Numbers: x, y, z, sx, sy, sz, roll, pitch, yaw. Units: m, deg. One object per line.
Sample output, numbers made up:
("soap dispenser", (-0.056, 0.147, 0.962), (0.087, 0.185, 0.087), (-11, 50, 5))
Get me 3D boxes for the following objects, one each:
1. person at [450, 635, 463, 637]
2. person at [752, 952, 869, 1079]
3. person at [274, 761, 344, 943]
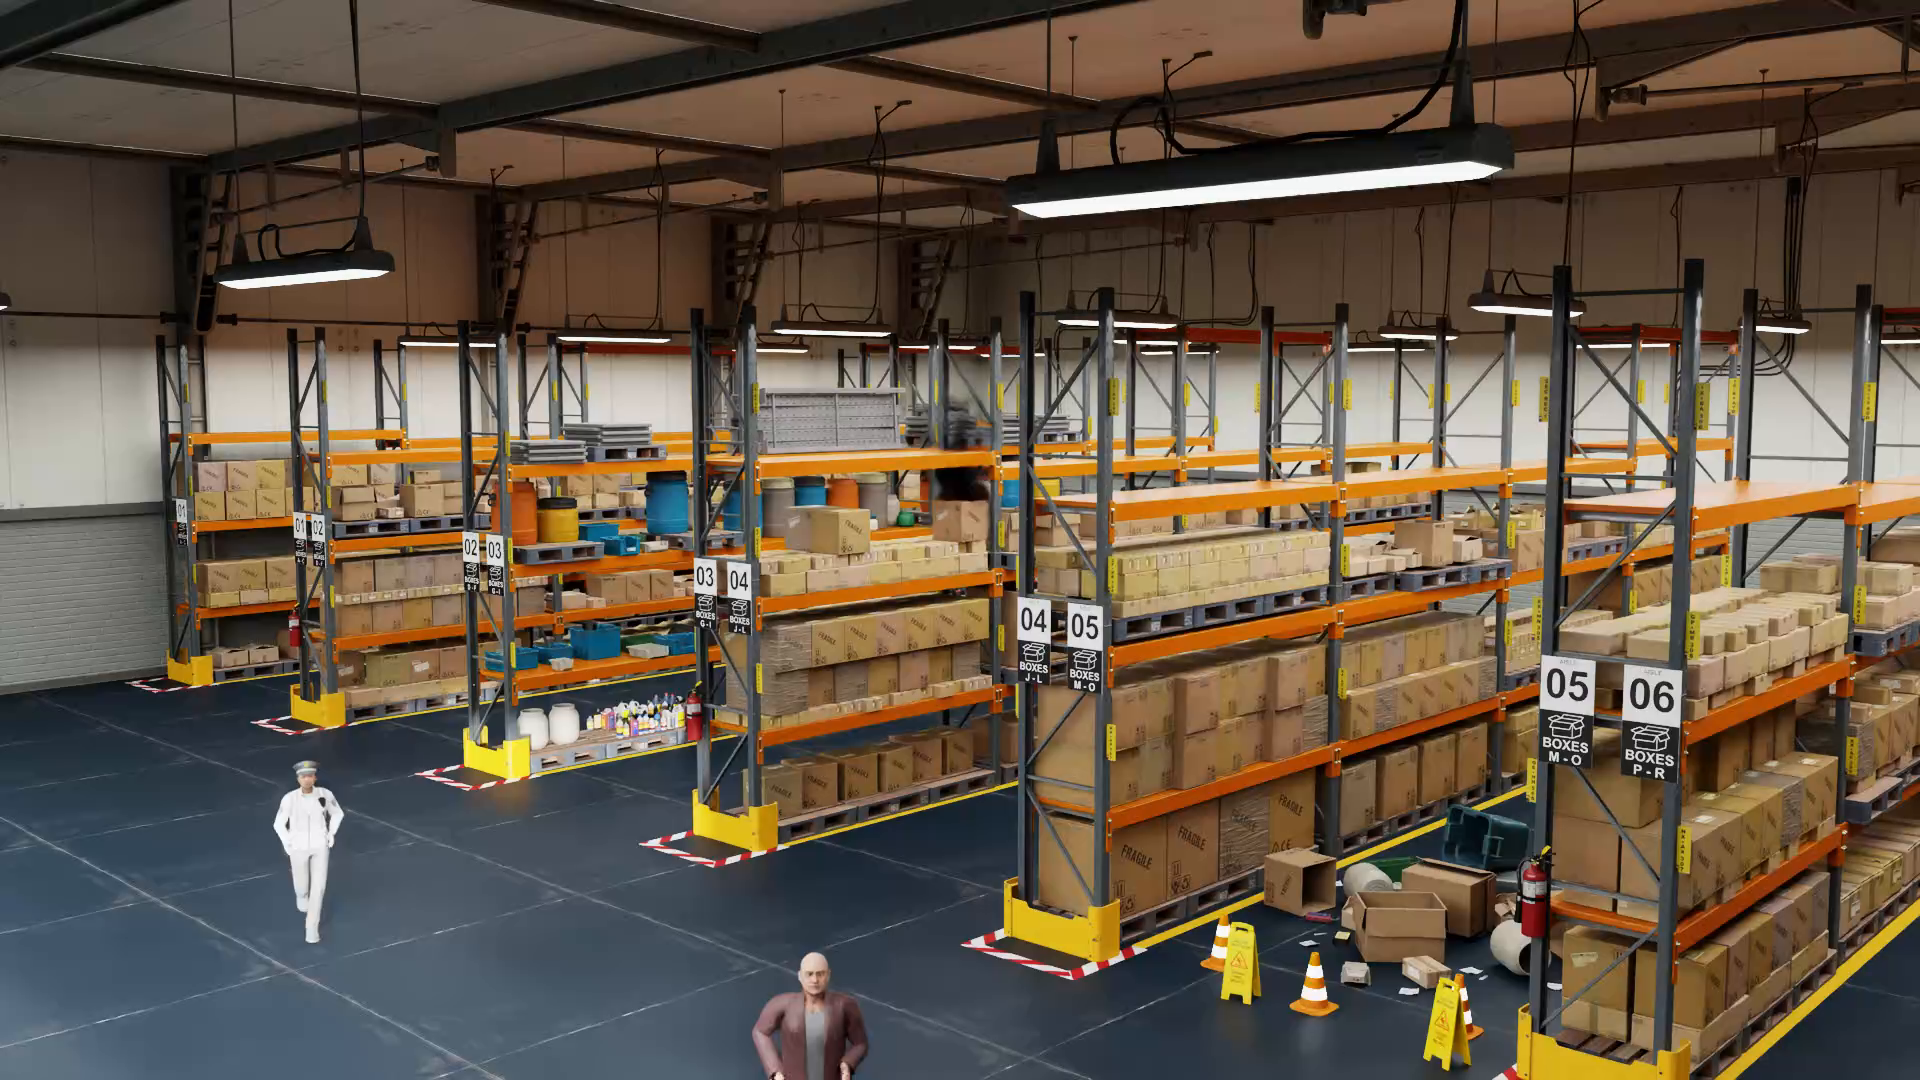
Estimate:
("person", (-8.943, 1.584, 29.447), (0.603, 1.643, 0.575), (3, 6, 32))
("person", (-0.880, 3.357, 9.947), (0.696, 1.737, 0.634), (-1, 5, -9))
("person", (-6.107, 2.880, 15.634), (0.617, 1.671, 0.696), (-2, 6, -24))
